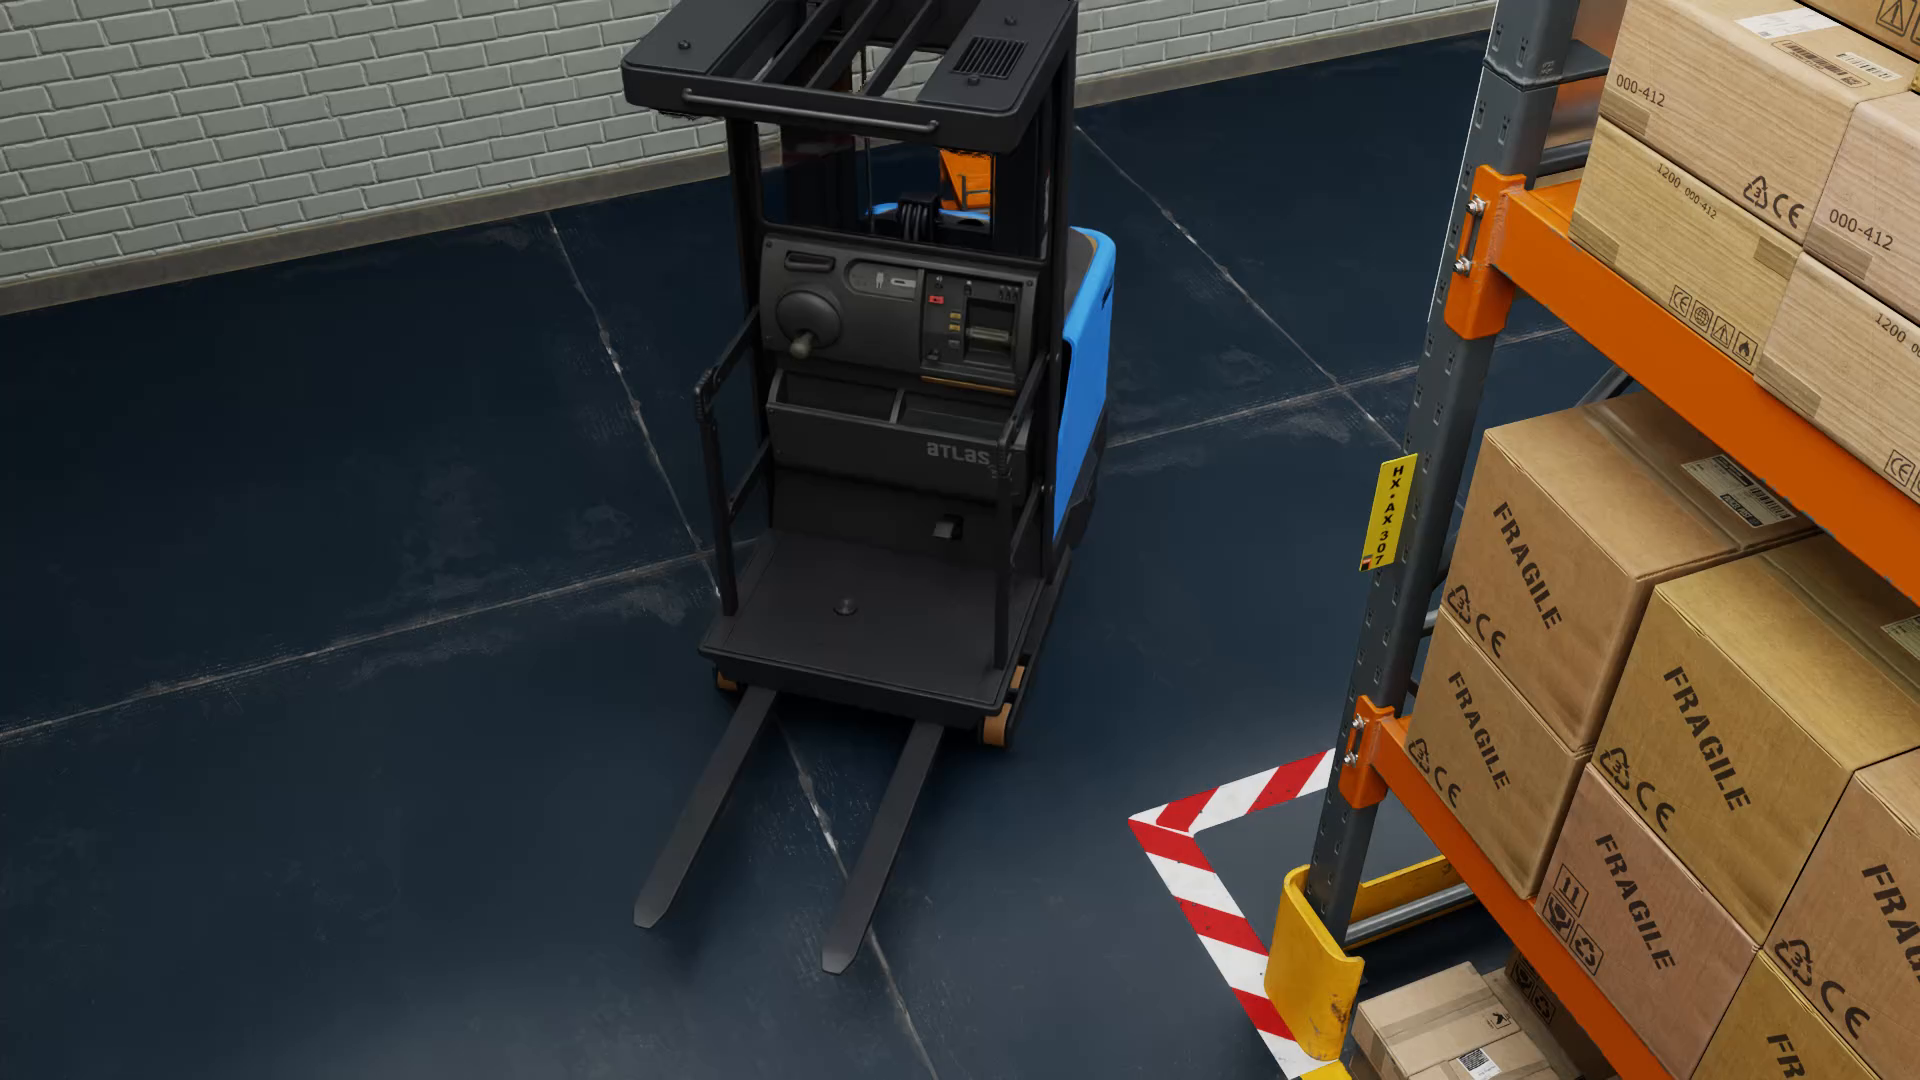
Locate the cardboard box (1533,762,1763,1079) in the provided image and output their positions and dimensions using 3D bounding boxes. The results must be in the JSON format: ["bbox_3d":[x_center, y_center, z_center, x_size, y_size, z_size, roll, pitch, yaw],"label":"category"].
[{"bbox_3d":[1.625,0.737,3.516,0.500,0.500,0.500,-16,43,-17],"label":"cardboard box"}]

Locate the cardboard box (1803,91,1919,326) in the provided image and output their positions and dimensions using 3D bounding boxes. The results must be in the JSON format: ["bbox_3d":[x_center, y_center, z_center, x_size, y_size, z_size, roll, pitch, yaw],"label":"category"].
[{"bbox_3d":[1.637,-0.460,2.416,0.500,0.250,0.500,-15,43,-17],"label":"cardboard box"}]

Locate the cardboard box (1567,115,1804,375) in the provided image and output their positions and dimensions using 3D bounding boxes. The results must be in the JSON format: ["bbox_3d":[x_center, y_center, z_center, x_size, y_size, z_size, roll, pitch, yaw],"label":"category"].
[{"bbox_3d":[1.458,-0.575,2.933,0.500,0.250,0.500,-15,43,-17],"label":"cardboard box"}]

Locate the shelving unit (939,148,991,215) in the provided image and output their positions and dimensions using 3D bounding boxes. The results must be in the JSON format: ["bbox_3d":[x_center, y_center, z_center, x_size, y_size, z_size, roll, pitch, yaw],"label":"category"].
[{"bbox_3d":[0.082,-1.169,7.189,0.258,1.200,0.503,-7,41,-8],"label":"shelving unit"}]

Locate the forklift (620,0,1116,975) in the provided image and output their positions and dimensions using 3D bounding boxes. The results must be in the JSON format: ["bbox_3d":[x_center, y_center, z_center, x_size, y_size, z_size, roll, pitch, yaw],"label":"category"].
[{"bbox_3d":[-0.265,-0.666,5.276,1.130,2.935,3.031,10,42,12],"label":"forklift"}]

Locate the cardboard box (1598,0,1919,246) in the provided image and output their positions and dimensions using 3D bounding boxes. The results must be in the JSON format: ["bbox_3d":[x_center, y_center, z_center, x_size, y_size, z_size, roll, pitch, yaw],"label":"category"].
[{"bbox_3d":[1.452,-0.763,2.768,0.500,0.250,0.500,-15,43,-17],"label":"cardboard box"}]

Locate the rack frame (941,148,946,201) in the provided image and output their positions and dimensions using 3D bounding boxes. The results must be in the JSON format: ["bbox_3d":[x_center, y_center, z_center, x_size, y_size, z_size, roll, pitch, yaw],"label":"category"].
[{"bbox_3d":[0.036,-1.325,7.370,0.240,1.200,0.015,-7,41,-8],"label":"rack frame"}]

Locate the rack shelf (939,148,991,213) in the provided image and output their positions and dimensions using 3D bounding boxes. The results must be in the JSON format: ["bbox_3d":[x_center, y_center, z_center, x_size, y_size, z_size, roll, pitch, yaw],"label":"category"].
[{"bbox_3d":[0.082,-1.467,6.932,0.258,0.148,0.480,-7,41,-8],"label":"rack shelf"}]

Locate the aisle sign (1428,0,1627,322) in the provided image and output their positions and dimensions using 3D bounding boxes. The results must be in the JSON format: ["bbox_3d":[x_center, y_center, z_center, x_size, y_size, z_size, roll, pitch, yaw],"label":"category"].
[{"bbox_3d":[1.199,-0.821,3.411,0.394,0.787,0.004,-15,43,-17],"label":"aisle sign"}]

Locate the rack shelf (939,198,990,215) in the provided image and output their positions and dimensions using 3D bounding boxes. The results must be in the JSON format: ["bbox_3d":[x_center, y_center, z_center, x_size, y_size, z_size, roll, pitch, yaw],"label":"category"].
[{"bbox_3d":[0.082,-1.287,7.087,0.258,0.148,0.480,-7,41,-8],"label":"rack shelf"}]

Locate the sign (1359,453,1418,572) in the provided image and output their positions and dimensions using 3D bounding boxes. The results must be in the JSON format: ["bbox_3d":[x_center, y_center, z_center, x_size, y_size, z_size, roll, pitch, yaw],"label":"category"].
[{"bbox_3d":[0.995,-0.061,3.856,0.100,0.325,0.005,-15,43,-17],"label":"sign"}]

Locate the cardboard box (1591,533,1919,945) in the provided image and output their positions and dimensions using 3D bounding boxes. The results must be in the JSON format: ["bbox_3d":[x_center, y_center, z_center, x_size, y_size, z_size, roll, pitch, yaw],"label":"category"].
[{"bbox_3d":[1.629,0.361,3.186,0.500,0.500,0.500,-15,43,-16],"label":"cardboard box"}]

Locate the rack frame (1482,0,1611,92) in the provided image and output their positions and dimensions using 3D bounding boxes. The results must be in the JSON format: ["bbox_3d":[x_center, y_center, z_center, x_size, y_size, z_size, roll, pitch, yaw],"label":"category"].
[{"bbox_3d":[1.496,-2.142,2.340,1.000,3.000,0.127,-15,43,-17],"label":"rack frame"}]

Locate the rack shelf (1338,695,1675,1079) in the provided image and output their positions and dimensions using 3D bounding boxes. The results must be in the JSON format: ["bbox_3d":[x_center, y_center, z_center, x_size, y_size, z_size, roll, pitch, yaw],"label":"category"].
[{"bbox_3d":[2.261,1.610,3.129,1.077,0.370,4.000,-15,43,-17],"label":"rack shelf"}]

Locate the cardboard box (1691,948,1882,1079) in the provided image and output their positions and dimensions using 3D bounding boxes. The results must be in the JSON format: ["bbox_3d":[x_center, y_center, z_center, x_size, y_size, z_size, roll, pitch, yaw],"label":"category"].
[{"bbox_3d":[1.814,1.040,3.163,0.500,0.500,0.500,-15,43,-17],"label":"cardboard box"}]

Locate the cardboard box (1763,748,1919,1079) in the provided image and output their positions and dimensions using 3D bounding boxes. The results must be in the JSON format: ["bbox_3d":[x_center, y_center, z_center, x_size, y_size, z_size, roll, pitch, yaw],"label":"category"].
[{"bbox_3d":[1.816,0.664,2.834,0.500,0.500,0.500,-15,43,-16],"label":"cardboard box"}]

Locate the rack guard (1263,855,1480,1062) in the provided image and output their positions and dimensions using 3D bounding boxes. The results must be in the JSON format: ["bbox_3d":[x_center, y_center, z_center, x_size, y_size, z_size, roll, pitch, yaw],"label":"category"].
[{"bbox_3d":[1.525,1.126,5.057,1.175,0.500,0.348,-15,43,-17],"label":"rack guard"}]

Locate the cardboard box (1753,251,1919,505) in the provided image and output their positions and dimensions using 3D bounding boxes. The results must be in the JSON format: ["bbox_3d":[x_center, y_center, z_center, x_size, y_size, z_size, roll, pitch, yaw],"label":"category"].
[{"bbox_3d":[1.637,-0.271,2.579,0.500,0.250,0.500,-15,43,-17],"label":"cardboard box"}]

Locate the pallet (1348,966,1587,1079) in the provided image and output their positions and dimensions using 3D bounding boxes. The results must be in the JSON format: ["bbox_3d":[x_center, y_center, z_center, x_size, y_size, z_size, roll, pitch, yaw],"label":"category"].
[{"bbox_3d":[1.831,1.715,4.594,1.003,0.211,1.213,-15,43,-17],"label":"pallet"}]

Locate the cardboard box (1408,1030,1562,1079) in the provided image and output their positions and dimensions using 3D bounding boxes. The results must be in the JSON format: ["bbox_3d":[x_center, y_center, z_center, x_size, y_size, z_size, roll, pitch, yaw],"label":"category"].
[{"bbox_3d":[1.434,1.528,4.508,0.380,0.166,0.250,-15,43,-17],"label":"cardboard box"}]

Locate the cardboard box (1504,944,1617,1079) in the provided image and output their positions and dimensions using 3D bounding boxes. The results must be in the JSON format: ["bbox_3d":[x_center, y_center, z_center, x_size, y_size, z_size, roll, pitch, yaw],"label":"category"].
[{"bbox_3d":[1.932,1.179,4.658,0.500,0.500,0.500,-15,43,-17],"label":"cardboard box"}]

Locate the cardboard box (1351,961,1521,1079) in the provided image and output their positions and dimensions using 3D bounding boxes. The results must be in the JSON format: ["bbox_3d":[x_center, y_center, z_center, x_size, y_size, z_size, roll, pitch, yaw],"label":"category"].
[{"bbox_3d":[1.339,1.384,4.689,0.380,0.149,0.250,-15,43,-17],"label":"cardboard box"}]

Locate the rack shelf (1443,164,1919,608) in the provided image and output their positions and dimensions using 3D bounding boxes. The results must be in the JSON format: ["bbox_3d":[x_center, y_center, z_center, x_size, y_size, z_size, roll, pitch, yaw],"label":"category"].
[{"bbox_3d":[2.261,0.472,2.151,1.077,0.370,4.000,-15,43,-17],"label":"rack shelf"}]

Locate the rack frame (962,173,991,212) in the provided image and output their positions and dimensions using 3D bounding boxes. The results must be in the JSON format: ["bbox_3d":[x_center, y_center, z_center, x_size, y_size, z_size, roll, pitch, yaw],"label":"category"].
[{"bbox_3d":[0.128,-1.012,7.007,0.240,1.200,0.015,-7,41,-8],"label":"rack frame"}]

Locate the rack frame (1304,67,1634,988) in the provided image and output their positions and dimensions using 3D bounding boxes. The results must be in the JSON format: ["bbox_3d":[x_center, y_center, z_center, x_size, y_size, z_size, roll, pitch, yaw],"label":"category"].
[{"bbox_3d":[1.496,0.132,4.296,1.000,3.000,0.127,-15,43,-17],"label":"rack frame"}]

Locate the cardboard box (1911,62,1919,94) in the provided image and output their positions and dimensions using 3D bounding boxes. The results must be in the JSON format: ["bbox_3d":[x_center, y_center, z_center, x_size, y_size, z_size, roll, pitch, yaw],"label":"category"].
[{"bbox_3d":[1.821,-0.794,2.229,0.700,0.500,0.500,-15,43,-17],"label":"cardboard box"}]

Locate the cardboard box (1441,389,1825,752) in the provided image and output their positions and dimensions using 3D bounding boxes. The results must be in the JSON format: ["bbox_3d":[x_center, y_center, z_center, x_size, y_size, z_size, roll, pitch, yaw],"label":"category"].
[{"bbox_3d":[1.422,0.048,3.550,0.500,0.500,0.500,-14,43,-16],"label":"cardboard box"}]

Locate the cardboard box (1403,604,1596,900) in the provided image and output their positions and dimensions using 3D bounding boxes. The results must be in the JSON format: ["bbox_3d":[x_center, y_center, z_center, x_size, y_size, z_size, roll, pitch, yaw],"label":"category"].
[{"bbox_3d":[1.422,0.427,3.876,0.500,0.500,0.500,-14,43,-16],"label":"cardboard box"}]

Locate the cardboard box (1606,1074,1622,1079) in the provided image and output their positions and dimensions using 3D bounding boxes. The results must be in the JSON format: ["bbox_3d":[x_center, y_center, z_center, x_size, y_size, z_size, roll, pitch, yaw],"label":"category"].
[{"bbox_3d":[1.633,1.707,4.235,0.500,0.250,0.500,-15,43,-17],"label":"cardboard box"}]
